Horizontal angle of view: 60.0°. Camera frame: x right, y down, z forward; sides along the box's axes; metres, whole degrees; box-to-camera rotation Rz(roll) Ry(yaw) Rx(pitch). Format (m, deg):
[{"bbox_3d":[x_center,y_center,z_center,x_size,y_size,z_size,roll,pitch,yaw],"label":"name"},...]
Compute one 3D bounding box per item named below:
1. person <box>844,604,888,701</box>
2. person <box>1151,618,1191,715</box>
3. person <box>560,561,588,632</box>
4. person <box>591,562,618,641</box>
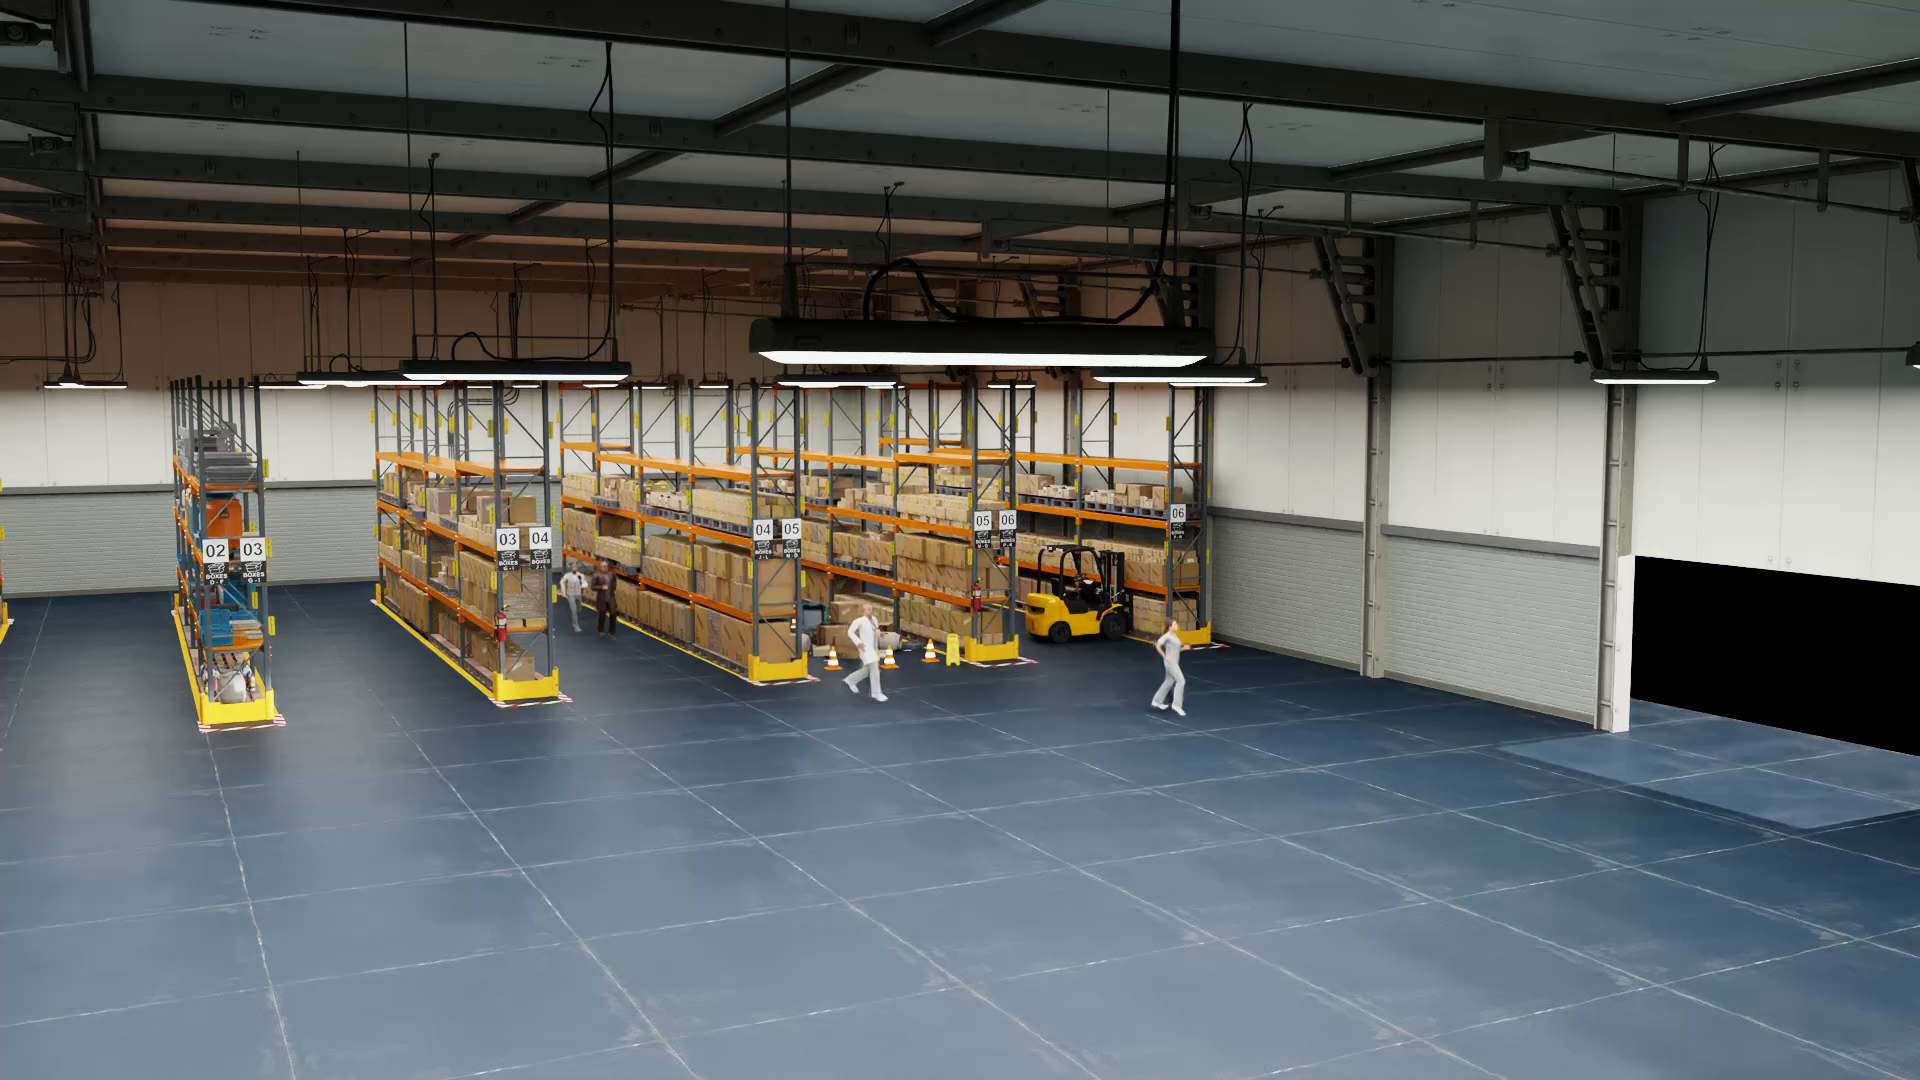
[{"bbox_3d":[-1.743,2.075,31.094,0.972,1.792,0.693,3,6,30],"label":"person"},{"bbox_3d":[3.763,2.256,29.687,0.709,1.726,0.548,2,5,18],"label":"person"},{"bbox_3d":[-9.224,1.331,39.786,0.614,1.674,0.880,-2,6,-26],"label":"person"},{"bbox_3d":[-8.206,1.426,38.444,0.687,1.851,0.867,-3,6,-28],"label":"person"}]
